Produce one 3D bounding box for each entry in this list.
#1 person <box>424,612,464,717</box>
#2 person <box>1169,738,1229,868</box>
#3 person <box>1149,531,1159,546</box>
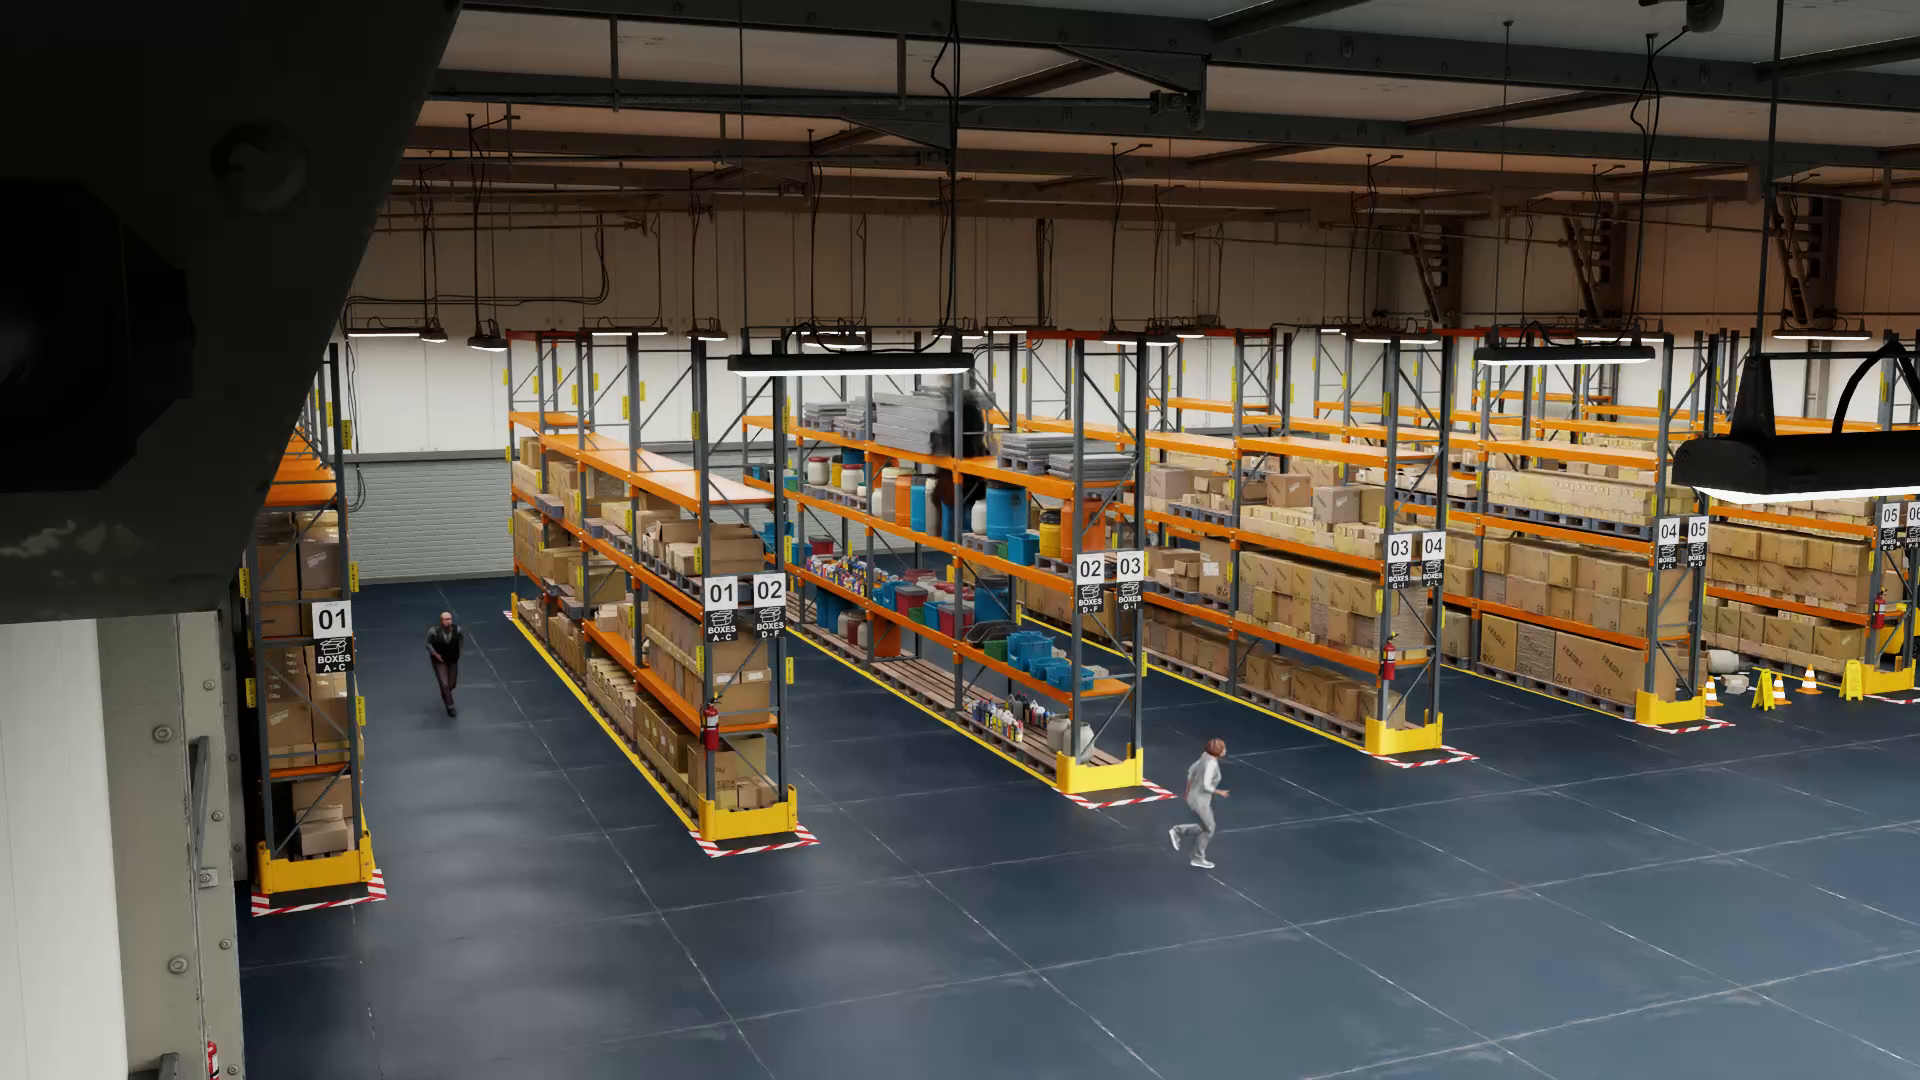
[{"bbox_3d":[-8.193,1.935,26.432,0.636,1.673,0.783,-4,9,-26],"label":"person"},{"bbox_3d":[2.736,3.010,19.008,0.681,1.543,0.521,1,8,8],"label":"person"},{"bbox_3d":[5.027,-0.215,41.845,0.687,1.728,0.699,-5,9,-35],"label":"person"}]
